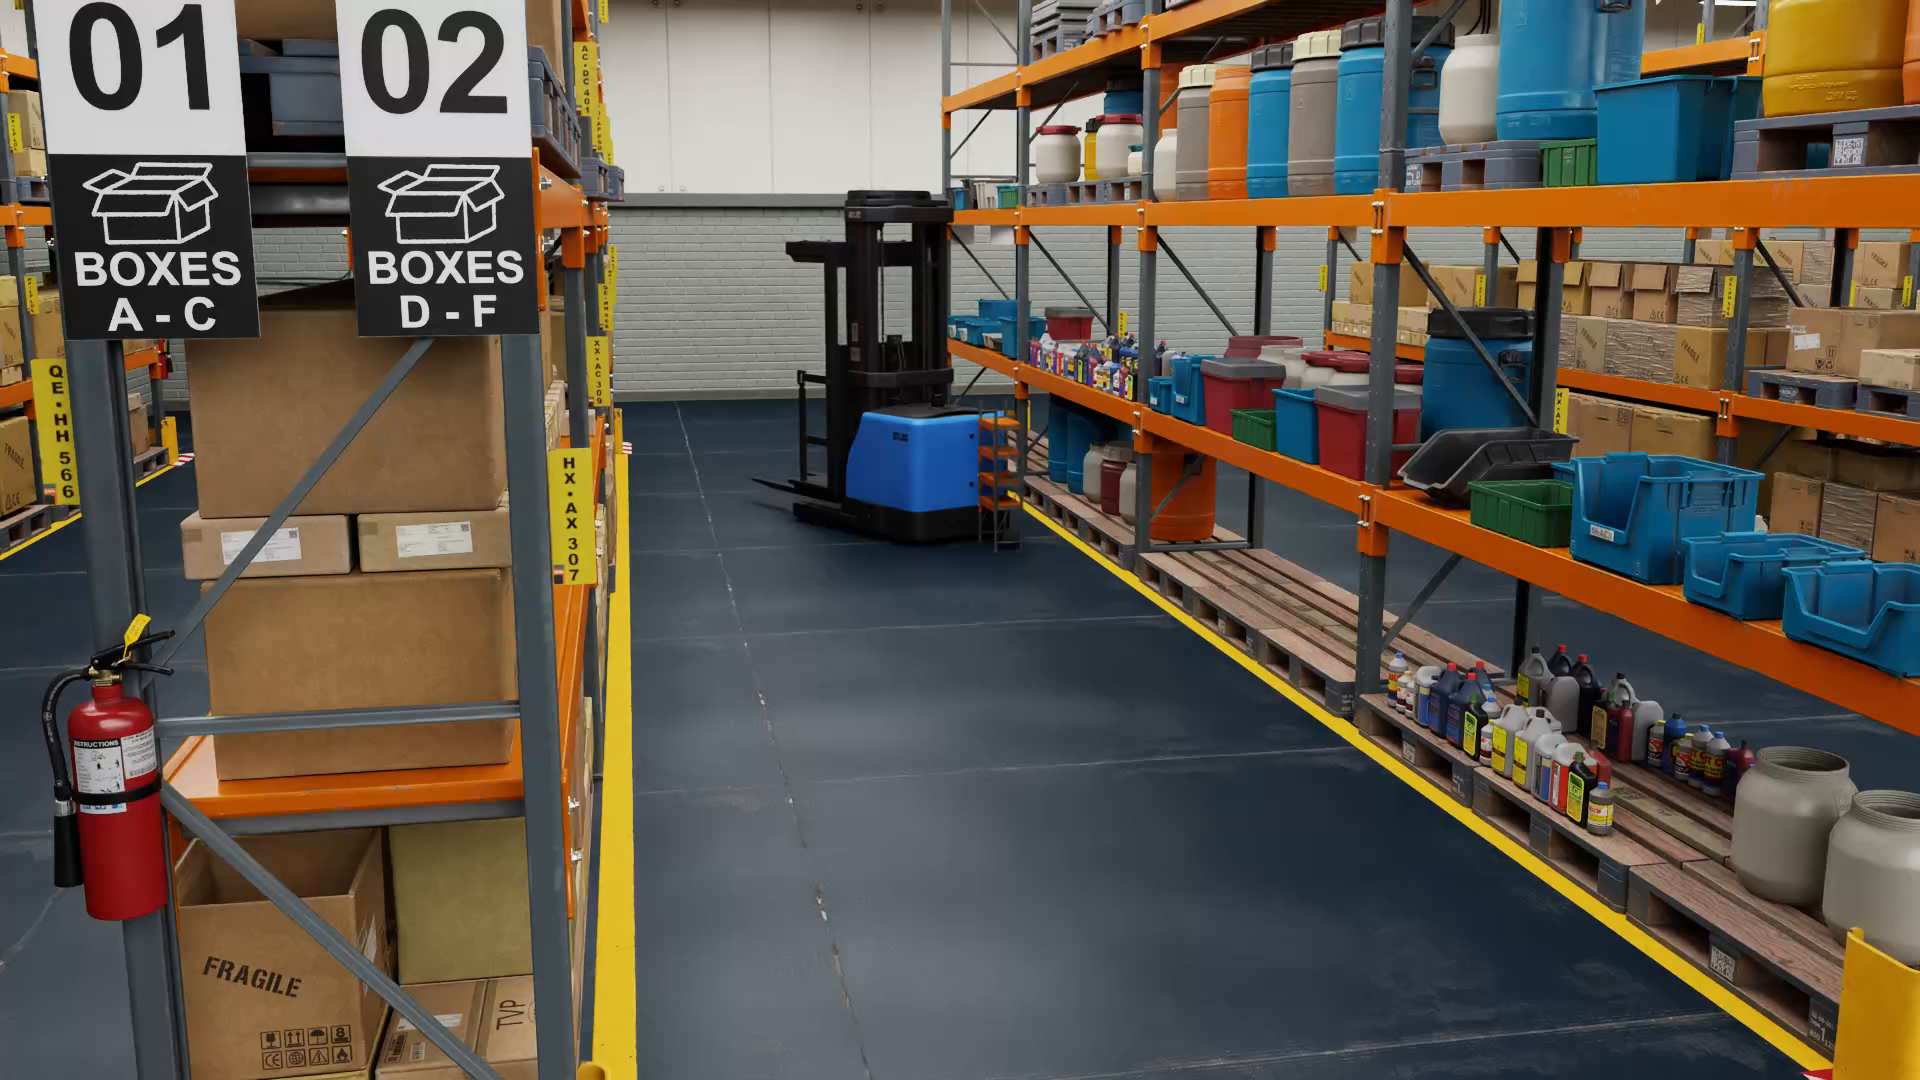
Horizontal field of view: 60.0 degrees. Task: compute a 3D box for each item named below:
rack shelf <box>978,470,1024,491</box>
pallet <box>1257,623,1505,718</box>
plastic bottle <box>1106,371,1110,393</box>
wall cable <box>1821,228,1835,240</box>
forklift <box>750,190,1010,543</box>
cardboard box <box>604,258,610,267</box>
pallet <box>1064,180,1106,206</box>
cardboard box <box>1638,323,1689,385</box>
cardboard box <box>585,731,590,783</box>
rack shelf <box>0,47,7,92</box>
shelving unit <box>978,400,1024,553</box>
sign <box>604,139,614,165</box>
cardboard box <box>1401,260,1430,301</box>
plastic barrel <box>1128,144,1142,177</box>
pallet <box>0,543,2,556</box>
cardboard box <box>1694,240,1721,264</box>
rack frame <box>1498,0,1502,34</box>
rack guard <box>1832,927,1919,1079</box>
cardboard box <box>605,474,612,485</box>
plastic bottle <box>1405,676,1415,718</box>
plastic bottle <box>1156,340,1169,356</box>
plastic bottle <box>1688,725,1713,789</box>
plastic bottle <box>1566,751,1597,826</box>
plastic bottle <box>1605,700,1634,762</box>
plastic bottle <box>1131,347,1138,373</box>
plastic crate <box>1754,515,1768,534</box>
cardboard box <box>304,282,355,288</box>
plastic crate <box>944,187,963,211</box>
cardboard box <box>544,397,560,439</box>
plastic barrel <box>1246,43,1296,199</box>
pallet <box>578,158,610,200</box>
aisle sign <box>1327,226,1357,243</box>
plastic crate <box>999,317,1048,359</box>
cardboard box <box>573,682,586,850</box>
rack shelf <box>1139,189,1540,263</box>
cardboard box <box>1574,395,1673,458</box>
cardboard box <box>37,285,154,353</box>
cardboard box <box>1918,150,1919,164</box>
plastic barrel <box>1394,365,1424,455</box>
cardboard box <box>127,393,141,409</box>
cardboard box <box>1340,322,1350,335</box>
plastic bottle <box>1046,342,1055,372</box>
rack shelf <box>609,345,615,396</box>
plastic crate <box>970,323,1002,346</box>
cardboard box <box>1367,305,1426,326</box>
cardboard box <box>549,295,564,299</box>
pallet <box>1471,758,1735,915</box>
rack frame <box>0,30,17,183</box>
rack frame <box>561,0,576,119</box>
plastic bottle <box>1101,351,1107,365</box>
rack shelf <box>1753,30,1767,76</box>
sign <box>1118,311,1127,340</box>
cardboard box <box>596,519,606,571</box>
[{"bbox_3d":[0.337,-0.468,13.807,0.258,0.148,0.480,-3,11,-14],"label":"rack shelf"},{"bbox_3d":[2.428,0.743,9.729,1.003,0.211,1.213,-2,11,-11],"label":"pallet"},{"bbox_3d":[1.238,-1.297,13.519,0.097,0.201,0.097,0,11,0],"label":"plastic bottle"},{"bbox_3d":[15.134,-4.812,28.739,0.588,1.984,0.122,-2,11,-11],"label":"wall cable"},{"bbox_3d":[-0.863,-1.639,14.970,1.130,2.935,3.031,-8,13,-37],"label":"forklift"},{"bbox_3d":[-3.914,-2.693,17.380,0.500,0.500,0.500,-2,11,-9],"label":"cardboard box"},{"bbox_3d":[1.535,-2.984,14.336,1.003,0.211,1.213,-2,11,-11],"label":"pallet"},{"bbox_3d":[6.269,-1.620,14.420,0.500,0.500,0.500,-2,11,-12],"label":"cardboard box"},{"bbox_3d":[-1.848,1.009,7.106,0.500,0.250,0.500,-2,11,-11],"label":"cardboard box"},{"bbox_3d":[-8.266,-3.622,12.152,1.077,0.370,4.000,-2,11,-11],"label":"rack shelf"},{"bbox_3d":[0.337,-0.534,13.794,0.258,1.200,0.503,-3,11,-14],"label":"shelving unit"},{"bbox_3d":[-4.026,-4.431,19.063,0.100,0.325,0.005,-2,11,-11],"label":"sign"},{"bbox_3d":[5.496,-3.226,20.726,0.500,0.500,0.500,-2,11,-10],"label":"cardboard box"},{"bbox_3d":[1.489,-3.021,13.272,0.301,0.262,0.301,0,11,0],"label":"plastic barrel"},{"bbox_3d":[-8.190,0.141,12.889,1.003,0.211,1.213,-2,11,-11],"label":"pallet"},{"bbox_3d":[9.855,-3.622,21.465,0.500,0.500,0.500,-2,11,-11],"label":"cardboard box"},{"bbox_3d":[5.922,-5.079,16.814,1.000,3.000,0.127,-2,11,-11],"label":"rack frame"},{"bbox_3d":[3.336,1.465,5.163,1.175,0.500,0.348,-2,11,-11],"label":"rack guard"},{"bbox_3d":[-2.934,-0.216,12.820,0.500,0.500,0.500,-3,11,-13],"label":"cardboard box"},{"bbox_3d":[2.291,0.786,8.353,0.097,0.201,0.097,0,11,0],"label":"plastic bottle"},{"bbox_3d":[1.777,-1.569,14.548,0.144,0.351,0.185,-2,11,-11],"label":"plastic bottle"},{"bbox_3d":[3.264,0.948,7.312,0.097,0.271,0.097,0,11,0],"label":"plastic bottle"},{"bbox_3d":[2.569,1.026,6.873,0.061,0.283,0.133,-2,11,-10],"label":"plastic bottle"},{"bbox_3d":[3.051,0.870,7.692,0.061,0.283,0.133,-2,11,-11],"label":"plastic bottle"},{"bbox_3d":[1.579,-1.593,14.889,0.097,0.271,0.097,0,11,0],"label":"plastic bottle"},{"bbox_3d":[3.183,-0.066,7.228,0.530,0.136,0.437,-2,11,-11],"label":"plastic crate"},{"bbox_3d":[-1.855,-0.634,5.769,0.700,0.500,0.500,-2,11,-11],"label":"cardboard box"},{"bbox_3d":[0.087,-4.014,19.590,0.497,0.269,0.590,-2,11,-11],"label":"plastic crate"},{"bbox_3d":[-1.826,-0.489,6.742,0.380,0.149,0.250,-2,11,-11],"label":"cardboard box"},{"bbox_3d":[2.053,-2.530,10.101,0.600,0.901,0.708,-2,11,-11],"label":"plastic barrel"},{"bbox_3d":[-2.578,-2.093,9.654,1.003,0.211,1.213,-2,11,-8],"label":"pallet"},{"bbox_3d":[4.835,-4.145,20.998,0.394,0.787,0.004,-2,11,-11],"label":"aisle sign"},{"bbox_3d":[0.638,-2.047,16.809,0.392,0.384,0.575,-2,11,-11],"label":"plastic crate"},{"bbox_3d":[-1.638,0.823,6.075,0.500,0.500,0.500,-2,11,-11],"label":"cardboard box"},{"bbox_3d":[2.230,-1.971,10.433,1.077,0.370,4.000,-2,11,-11],"label":"rack shelf"},{"bbox_3d":[6.420,-0.852,15.209,1.225,0.875,0.875,-2,11,-11],"label":"cardboard box"},{"bbox_3d":[-9.324,-2.379,17.872,0.980,0.700,0.700,-2,11,-8],"label":"cardboard box"},{"bbox_3d":[6.738,-2.886,11.709,0.500,0.500,0.500,-2,11,-13],"label":"cardboard box"},{"bbox_3d":[2.648,-0.735,9.670,0.433,0.535,0.433,0,11,0],"label":"plastic barrel"},{"bbox_3d":[-8.995,-1.480,17.779,0.380,0.149,0.250,-2,11,-12],"label":"cardboard box"},{"bbox_3d":[4.940,-2.618,20.600,0.380,0.149,0.250,-2,11,-12],"label":"cardboard box"},{"bbox_3d":[0.846,-1.700,15.452,0.097,0.271,0.097,0,11,0],"label":"plastic bottle"},{"bbox_3d":[-4.185,-1.786,17.480,1.077,0.370,4.000,-2,11,-11],"label":"rack shelf"},{"bbox_3d":[0.325,-2.279,18.434,0.416,0.233,0.300,-2,11,-11],"label":"plastic crate"},{"bbox_3d":[5.174,-2.653,19.716,0.500,0.250,0.500,-2,11,-13],"label":"cardboard box"},{"bbox_3d":[-3.924,-1.933,14.937,0.700,0.500,0.500,-6,12,-30],"label":"cardboard box"},{"bbox_3d":[2.950,1.234,7.147,1.003,0.211,1.213,-2,11,-11],"label":"pallet"},{"bbox_3d":[-8.655,-4.538,13.974,1.000,3.000,0.127,-2,11,-11],"label":"rack frame"},{"bbox_3d":[-2.240,-3.252,7.216,1.000,3.000,0.127,-2,11,-11],"label":"rack frame"},{"bbox_3d":[1.227,-1.468,14.200,0.061,0.283,0.133,-2,11,-11],"label":"plastic bottle"},{"bbox_3d":[7.089,-3.429,11.137,1.077,0.370,4.000,-2,11,-11],"label":"rack shelf"},{"bbox_3d":[1.603,-2.107,16.506,0.100,0.325,0.005,-2,11,-11],"label":"sign"},{"bbox_3d":[-2.567,0.013,10.839,0.500,0.311,0.500,-2,11,-12],"label":"cardboard box"}]
